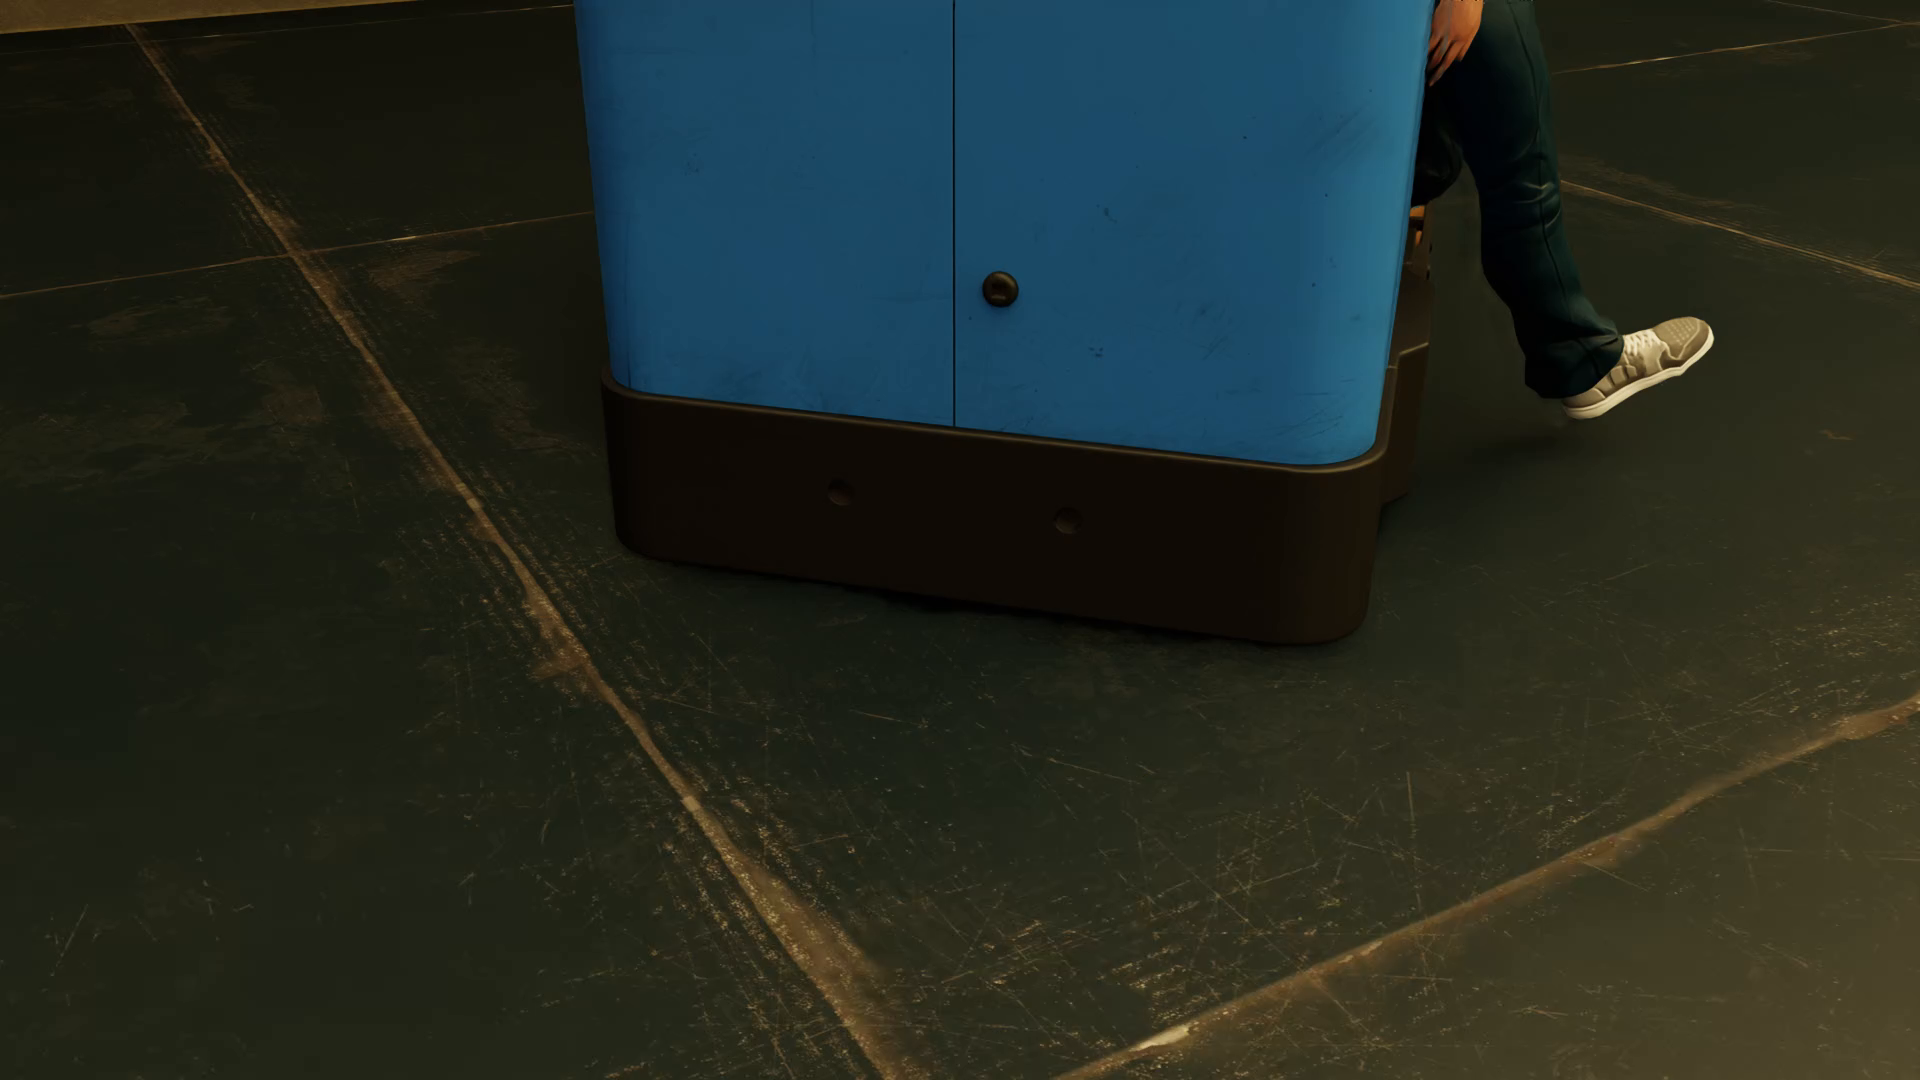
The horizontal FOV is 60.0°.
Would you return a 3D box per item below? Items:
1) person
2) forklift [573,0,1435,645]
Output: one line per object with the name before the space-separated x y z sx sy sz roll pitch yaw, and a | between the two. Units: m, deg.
person | 0.820 -0.883 2.511 0.862 1.497 0.589 -3 27 -7
forklift | 0.403 -1.823 2.854 1.130 2.935 3.031 7 28 14
